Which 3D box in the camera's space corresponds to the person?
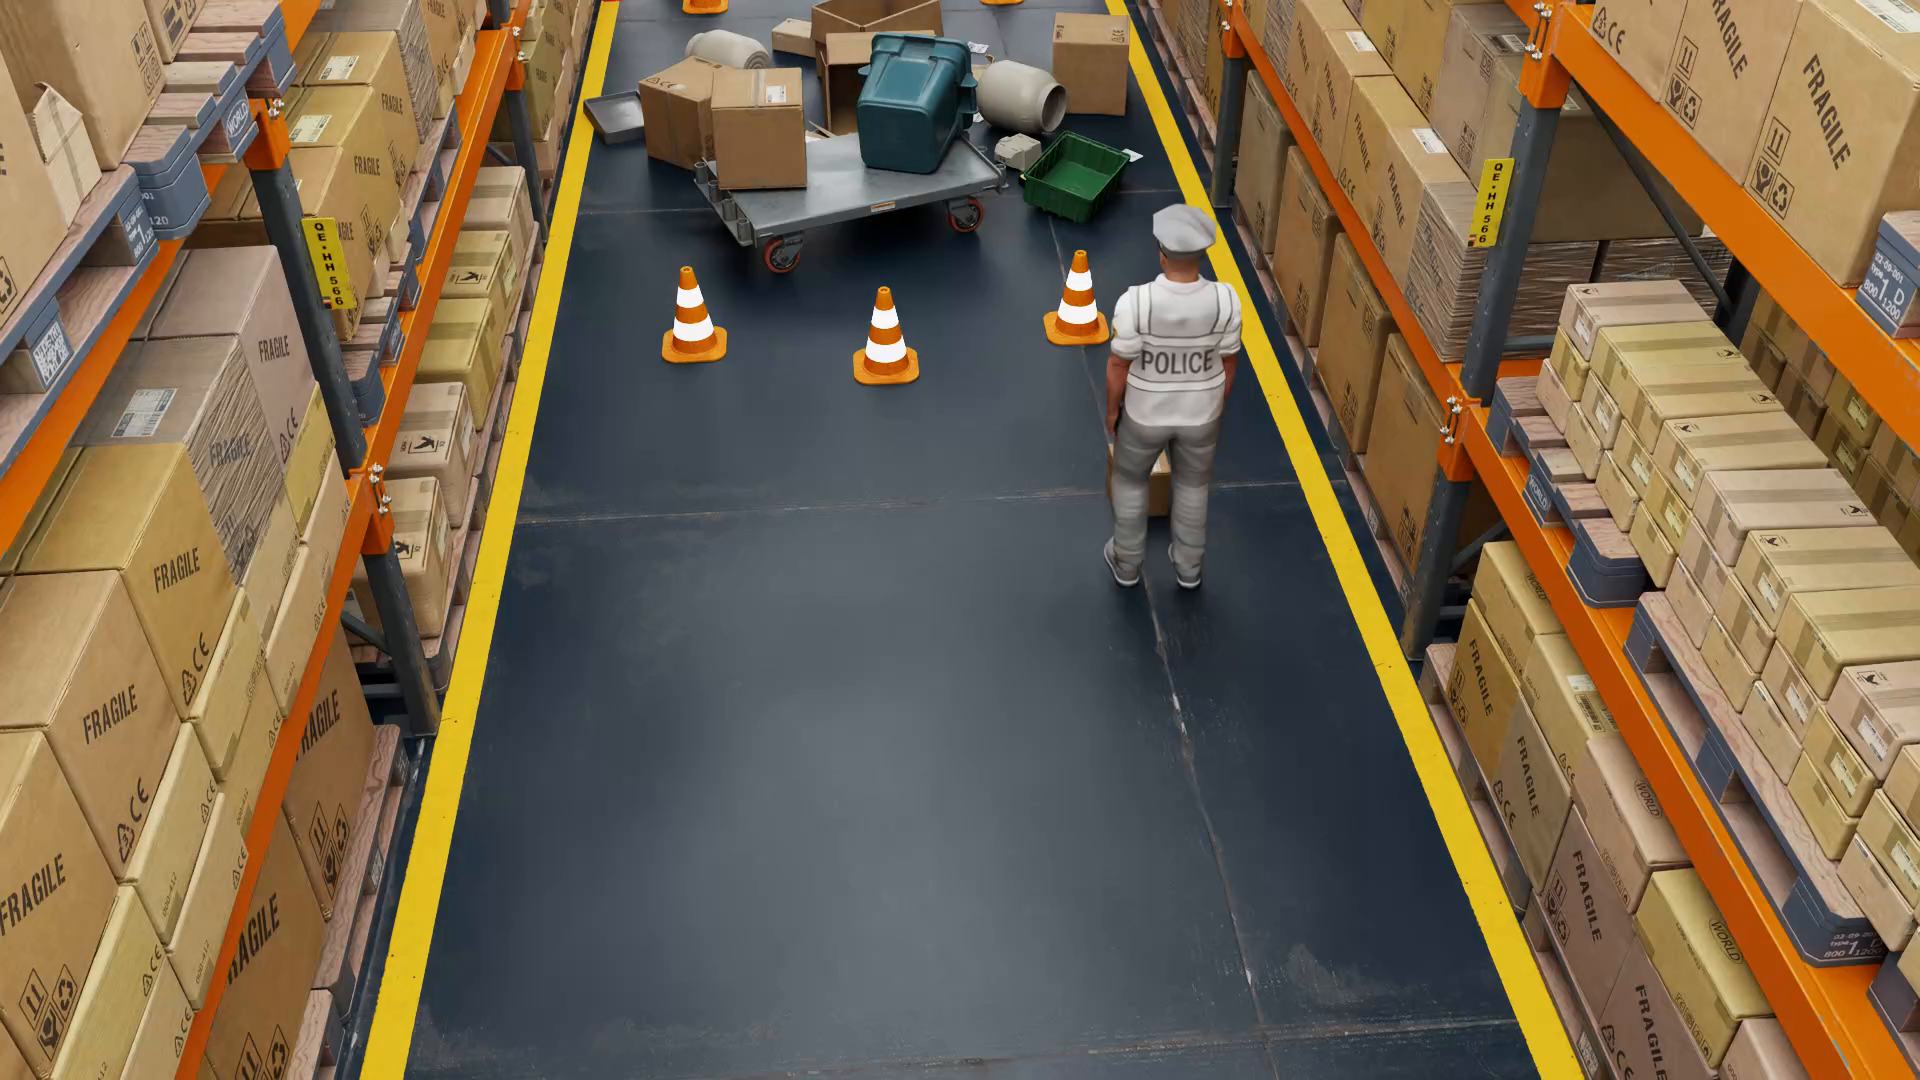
[{"bbox_3d":[0.847,-0.557,6.834,0.527,1.761,0.394,-2,39,-3],"label":"person"}]
